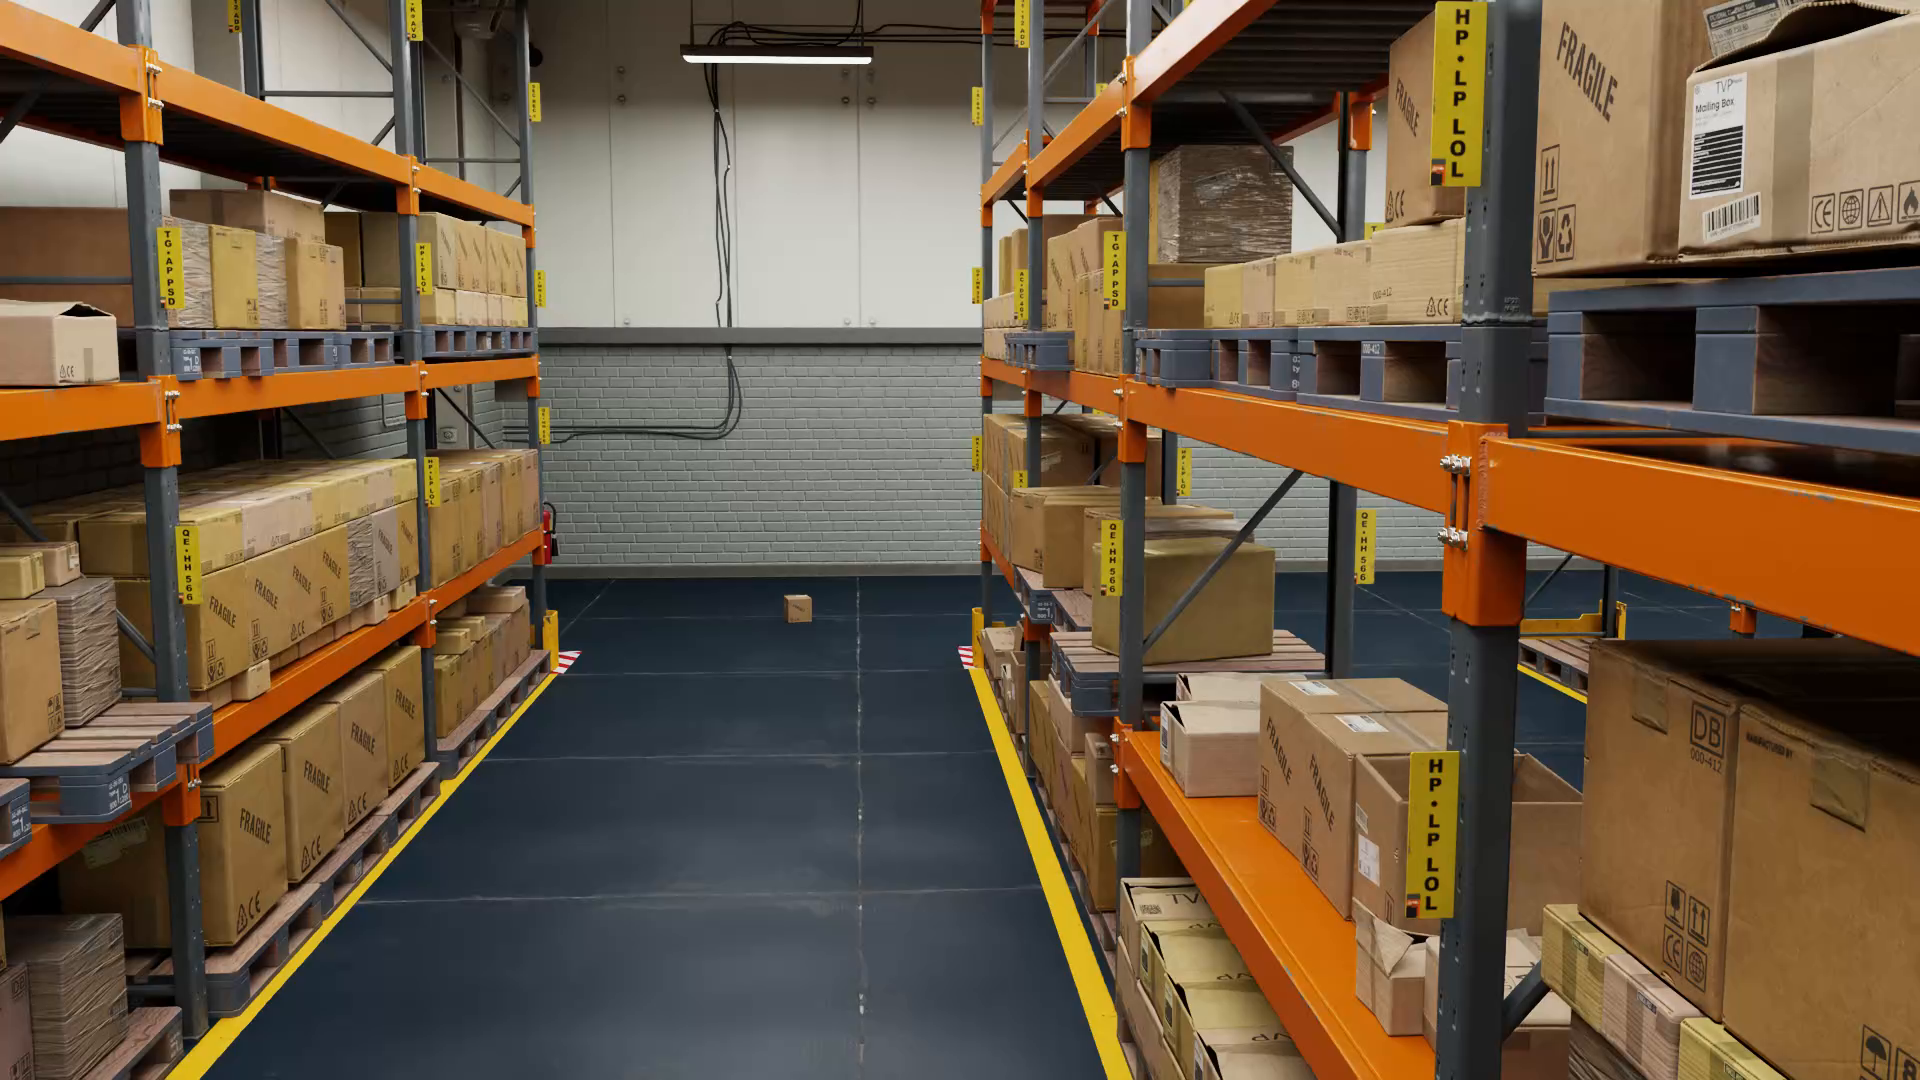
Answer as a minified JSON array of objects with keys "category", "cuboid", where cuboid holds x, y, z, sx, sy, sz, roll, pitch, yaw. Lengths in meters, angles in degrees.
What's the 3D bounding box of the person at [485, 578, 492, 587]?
[{"category":"person","cuboid":[-4.793,0.179,16.077,0.852,1.650,0.493,-3,8,-24]}]
